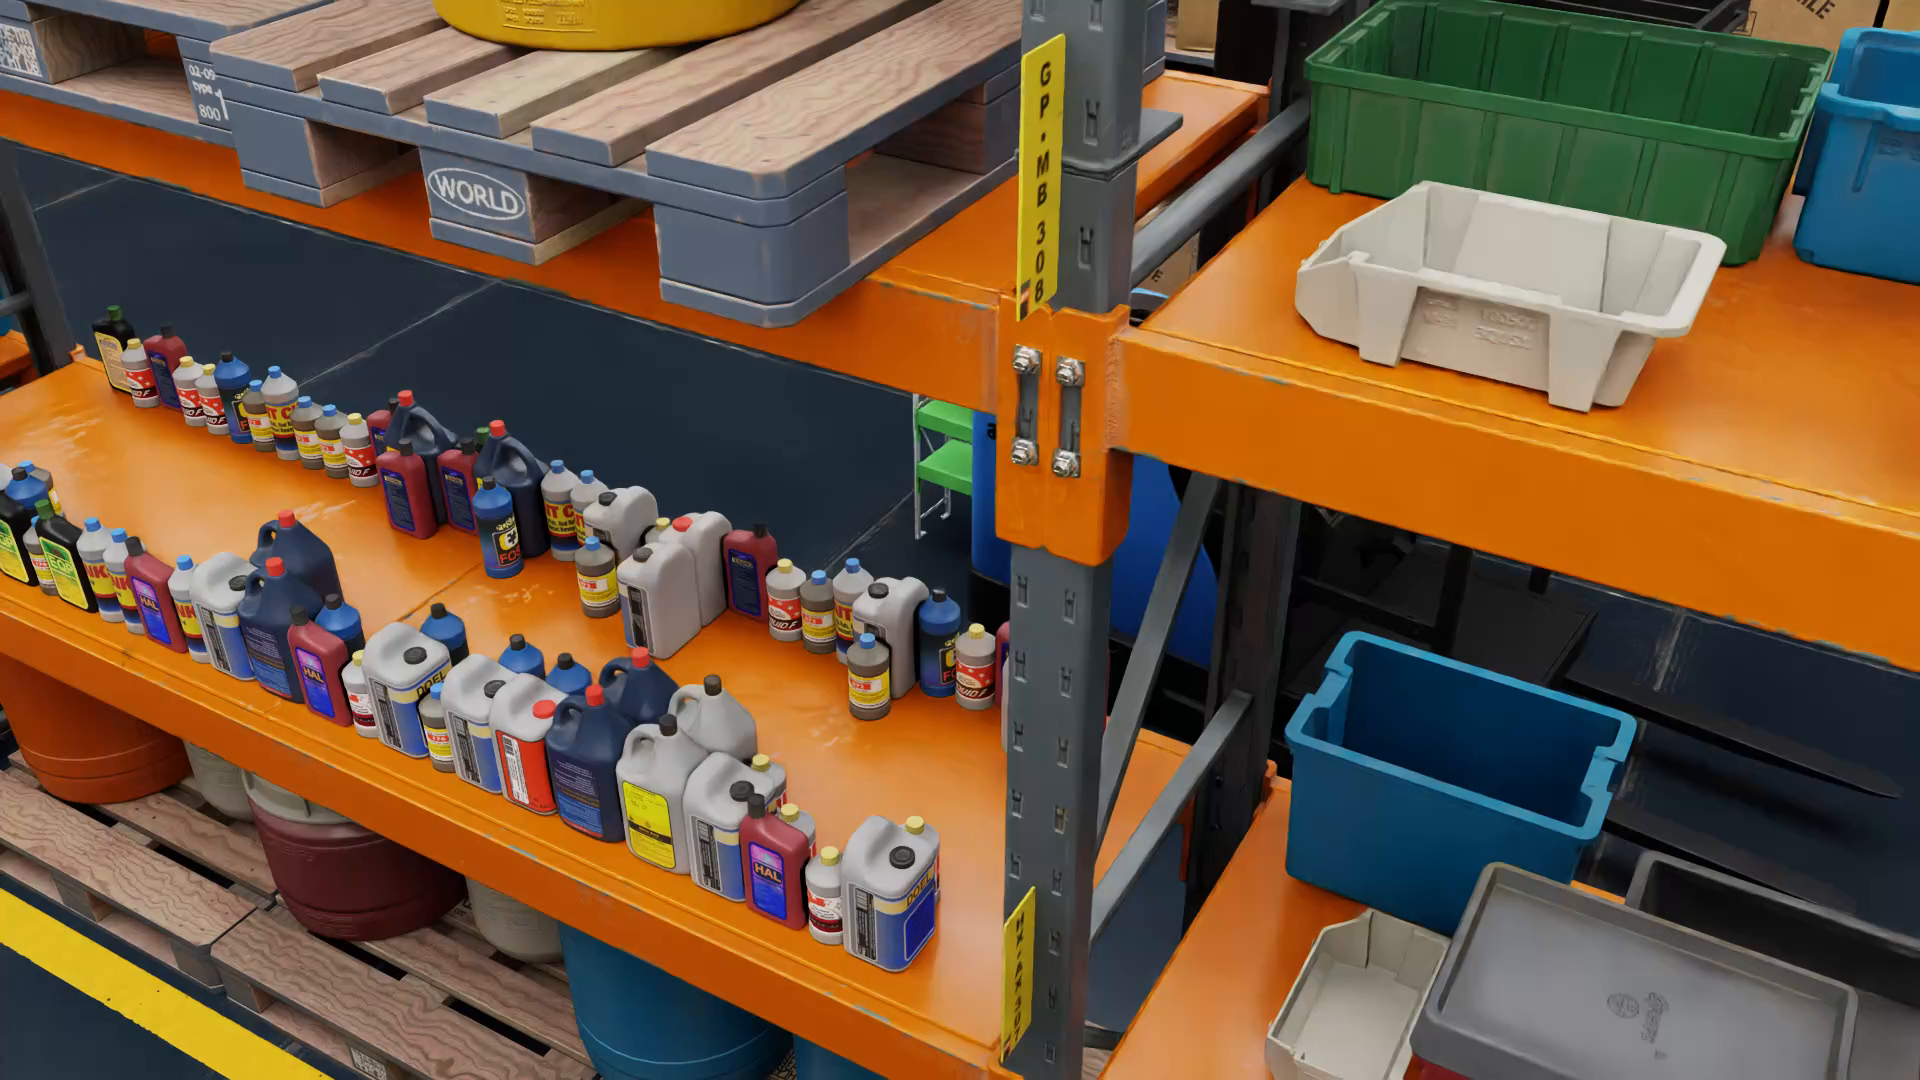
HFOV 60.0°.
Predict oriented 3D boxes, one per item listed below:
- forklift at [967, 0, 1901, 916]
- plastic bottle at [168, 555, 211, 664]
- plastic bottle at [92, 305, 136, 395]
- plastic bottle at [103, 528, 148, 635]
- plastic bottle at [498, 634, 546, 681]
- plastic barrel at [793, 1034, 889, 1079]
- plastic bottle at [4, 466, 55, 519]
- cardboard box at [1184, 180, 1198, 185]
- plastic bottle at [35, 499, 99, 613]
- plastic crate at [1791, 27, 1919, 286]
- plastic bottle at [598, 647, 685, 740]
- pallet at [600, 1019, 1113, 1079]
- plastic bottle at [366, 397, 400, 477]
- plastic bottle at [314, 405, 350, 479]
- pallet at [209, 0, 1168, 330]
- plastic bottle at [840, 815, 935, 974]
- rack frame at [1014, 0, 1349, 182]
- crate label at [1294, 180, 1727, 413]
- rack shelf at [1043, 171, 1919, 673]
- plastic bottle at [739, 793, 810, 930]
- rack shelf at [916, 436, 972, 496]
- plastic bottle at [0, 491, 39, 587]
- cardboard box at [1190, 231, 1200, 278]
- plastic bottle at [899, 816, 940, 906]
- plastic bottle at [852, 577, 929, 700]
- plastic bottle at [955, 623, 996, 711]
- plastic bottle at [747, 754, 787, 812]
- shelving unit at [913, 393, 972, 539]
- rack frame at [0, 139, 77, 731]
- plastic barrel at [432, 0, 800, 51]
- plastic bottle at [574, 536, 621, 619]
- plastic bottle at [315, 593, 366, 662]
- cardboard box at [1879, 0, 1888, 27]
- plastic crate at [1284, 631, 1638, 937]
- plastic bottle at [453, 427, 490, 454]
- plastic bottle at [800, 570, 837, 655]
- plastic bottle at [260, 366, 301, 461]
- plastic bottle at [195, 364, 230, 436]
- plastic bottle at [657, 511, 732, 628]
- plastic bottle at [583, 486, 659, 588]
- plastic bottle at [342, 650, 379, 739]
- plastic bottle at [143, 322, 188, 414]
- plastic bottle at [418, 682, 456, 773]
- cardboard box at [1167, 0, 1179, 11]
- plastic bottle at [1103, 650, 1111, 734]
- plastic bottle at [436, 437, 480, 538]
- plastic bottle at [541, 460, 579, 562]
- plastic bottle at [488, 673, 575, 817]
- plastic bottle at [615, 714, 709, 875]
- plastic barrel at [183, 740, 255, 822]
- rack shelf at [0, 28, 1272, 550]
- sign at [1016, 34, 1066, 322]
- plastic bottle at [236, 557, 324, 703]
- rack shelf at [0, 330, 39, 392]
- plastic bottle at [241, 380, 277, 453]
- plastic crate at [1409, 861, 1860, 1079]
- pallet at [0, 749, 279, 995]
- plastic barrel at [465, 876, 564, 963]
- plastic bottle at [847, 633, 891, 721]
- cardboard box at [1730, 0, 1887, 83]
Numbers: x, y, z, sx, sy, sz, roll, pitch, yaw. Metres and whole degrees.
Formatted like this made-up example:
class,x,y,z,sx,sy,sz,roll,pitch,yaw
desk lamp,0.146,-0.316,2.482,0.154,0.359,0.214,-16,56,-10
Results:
class,x,y,z,sx,sy,sz,roll,pitch,yaw
forklift,1.517,-0.607,5.017,3.031,2.935,1.130,22,39,29
plastic bottle,-1.798,0.156,3.926,0.097,0.271,0.097,0,34,0
plastic bottle,-2.541,-0.581,5.021,0.133,0.283,0.061,18,37,24
plastic bottle,-1.999,0.092,4.021,0.097,0.271,0.097,0,34,0
plastic bottle,-0.959,0.324,3.673,0.097,0.271,0.097,0,34,0
plastic barrel,-0.094,1.106,3.897,0.708,0.901,0.600,18,37,24
plastic bottle,-2.369,-0.064,4.256,0.097,0.271,0.097,0,34,0
cardboard box,1.227,-1.935,8.132,0.500,0.250,0.500,17,37,24
plastic bottle,-2.192,0.038,4.093,0.133,0.283,0.061,18,37,24
plastic crate,1.318,-0.517,2.265,0.300,0.233,0.416,18,37,24
plastic bottle,-0.680,0.370,3.533,0.185,0.351,0.144,18,37,24
pallet,-0.280,1.493,4.317,1.213,0.211,1.003,18,37,24
plastic bottle,-1.548,-0.266,4.549,0.133,0.283,0.061,18,37,24
plastic bottle,-1.742,-0.282,4.646,0.097,0.201,0.097,0,34,0
pallet,-0.360,-0.773,2.669,1.003,0.211,1.213,18,37,24
plastic bottle,-0.133,0.664,3.159,0.135,0.276,0.152,18,37,24
rack frame,0.369,-1.932,1.532,0.127,3.000,1.000,18,37,24
crate label,0.651,-0.300,2.026,0.466,0.136,0.293,18,37,24
rack shelf,2.106,0.166,1.737,4.000,0.370,1.077,18,37,24
plastic bottle,-0.357,0.619,3.219,0.133,0.283,0.061,18,37,24
rack shelf,0.094,-0.231,6.563,0.480,0.148,0.258,20,39,28
plastic bottle,-2.393,-0.026,4.188,0.133,0.283,0.061,18,37,24
cardboard box,1.400,-1.236,7.758,0.500,0.500,0.500,18,38,25
plastic bottle,-0.087,0.630,3.277,0.097,0.201,0.097,0,34,0
plastic bottle,-0.161,0.205,3.847,0.135,0.276,0.152,18,37,24
plastic bottle,0.038,0.282,3.800,0.097,0.201,0.097,0,34,0
plastic bottle,-0.405,0.529,3.428,0.097,0.201,0.097,0,34,0
shelving unit,0.094,-0.484,6.394,0.503,1.200,0.258,20,39,28
rack frame,-3.103,-0.535,4.847,0.127,3.000,1.000,18,37,24
plastic barrel,-0.524,-1.090,2.426,0.600,0.588,0.600,0,34,0
plastic bottle,-0.894,0.084,4.097,0.097,0.201,0.097,0,34,0
plastic bottle,-1.406,0.241,3.798,0.097,0.271,0.097,0,34,0
cardboard box,3.398,-2.261,6.447,0.500,0.500,0.500,18,38,25
plastic crate,0.944,0.511,3.237,0.575,0.384,0.392,18,37,24
plastic bottle,-1.272,-0.179,4.417,0.133,0.283,0.061,18,37,24
plastic bottle,-0.333,0.165,3.976,0.097,0.201,0.097,0,34,0
plastic bottle,-1.911,-0.364,4.707,0.097,0.271,0.097,0,34,0
plastic bottle,-2.165,-0.416,4.847,0.097,0.201,0.097,0,34,0
plastic bottle,-0.647,0.051,4.078,0.135,0.276,0.152,18,37,24
plastic bottle,-0.849,-0.012,4.174,0.135,0.276,0.152,18,37,24
plastic bottle,-1.321,0.336,3.718,0.097,0.201,0.097,0,34,0
plastic bottle,-2.340,-0.517,4.925,0.133,0.283,0.061,18,37,24
plastic bottle,-1.119,0.400,3.622,0.097,0.201,0.097,0,34,0
cardboard box,0.660,-2.672,7.587,0.500,0.500,0.700,25,41,33
plastic bottle,0.263,0.307,3.687,0.133,0.283,0.061,18,37,24
plastic bottle,-1.302,-0.149,4.373,0.133,0.283,0.061,18,37,24
plastic bottle,-1.020,-0.082,4.283,0.097,0.271,0.097,0,34,0
plastic bottle,-0.888,0.425,3.518,0.135,0.276,0.152,18,37,24
plastic bottle,-0.591,0.490,3.352,0.185,0.351,0.144,18,37,24
plastic barrel,-2.136,0.564,5.062,0.421,0.512,0.421,0,34,0
rack shelf,-1.367,-0.934,3.389,4.000,0.370,1.077,18,37,24
sign,0.095,-0.423,1.965,0.005,0.325,0.100,18,37,24
plastic bottle,-1.547,0.187,3.807,0.185,0.351,0.144,18,37,24
rack shelf,-4.840,-0.786,5.873,4.000,0.370,1.077,18,37,24
plastic bottle,-1.996,-0.362,4.767,0.097,0.201,0.097,0,34,0
plastic crate,1.020,0.880,2.611,0.583,0.464,0.402,18,37,24
pallet,-2.398,0.822,5.325,1.213,0.211,1.003,18,37,24
plastic barrel,-1.155,0.875,4.596,0.421,0.512,0.421,0,34,0
plastic bottle,-0.207,0.302,3.770,0.097,0.201,0.097,0,34,0
cardboard box,3.100,-2.010,6.070,0.500,0.500,0.500,19,38,26
